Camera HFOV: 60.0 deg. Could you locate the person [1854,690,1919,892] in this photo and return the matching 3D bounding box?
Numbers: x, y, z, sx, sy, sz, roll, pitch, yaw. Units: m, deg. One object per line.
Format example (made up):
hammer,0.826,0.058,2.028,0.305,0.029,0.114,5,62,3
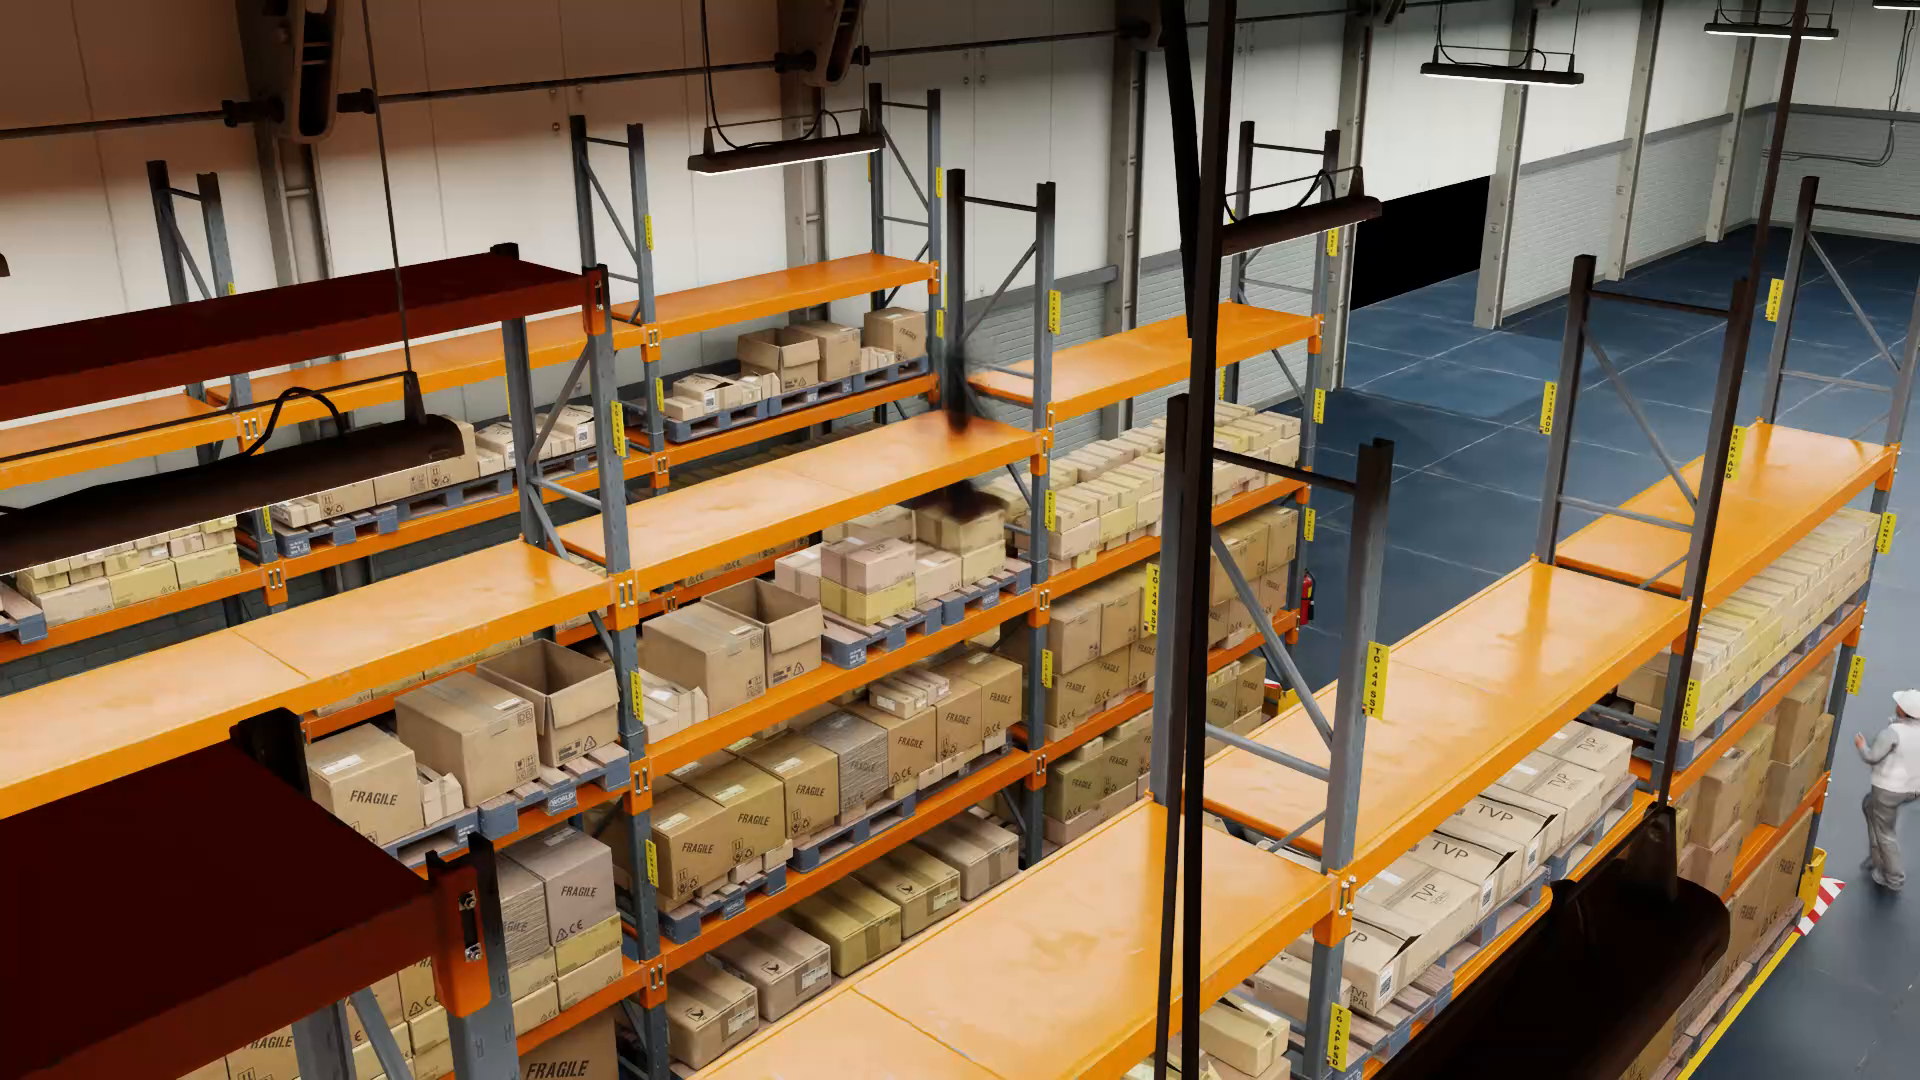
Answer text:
person,8.001,2.092,14.233,0.694,1.784,0.786,-8,22,-19
